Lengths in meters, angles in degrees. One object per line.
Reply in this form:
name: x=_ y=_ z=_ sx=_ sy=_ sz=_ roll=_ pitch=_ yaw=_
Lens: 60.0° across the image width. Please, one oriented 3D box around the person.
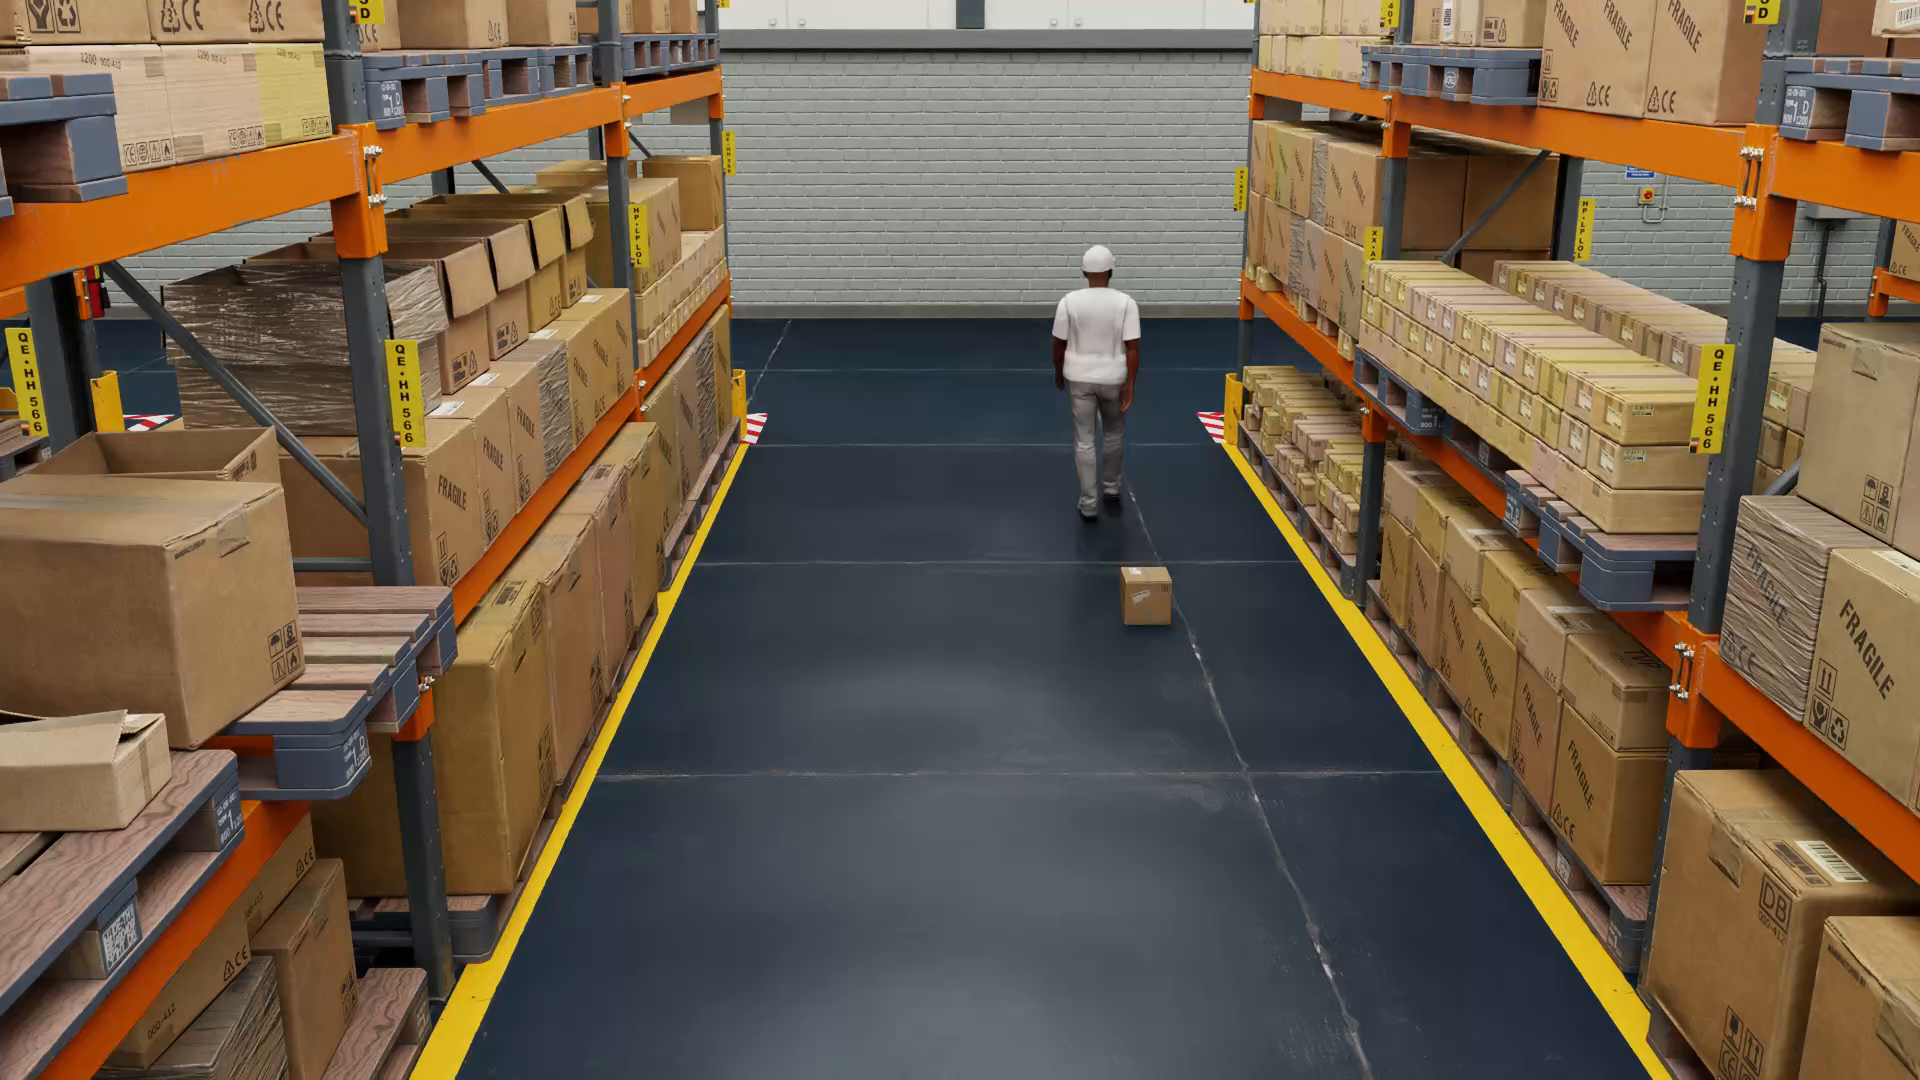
person: x=0.889 y=-1.059 z=10.983 sx=0.570 sy=1.786 sz=0.805 roll=1 pitch=17 yaw=3
